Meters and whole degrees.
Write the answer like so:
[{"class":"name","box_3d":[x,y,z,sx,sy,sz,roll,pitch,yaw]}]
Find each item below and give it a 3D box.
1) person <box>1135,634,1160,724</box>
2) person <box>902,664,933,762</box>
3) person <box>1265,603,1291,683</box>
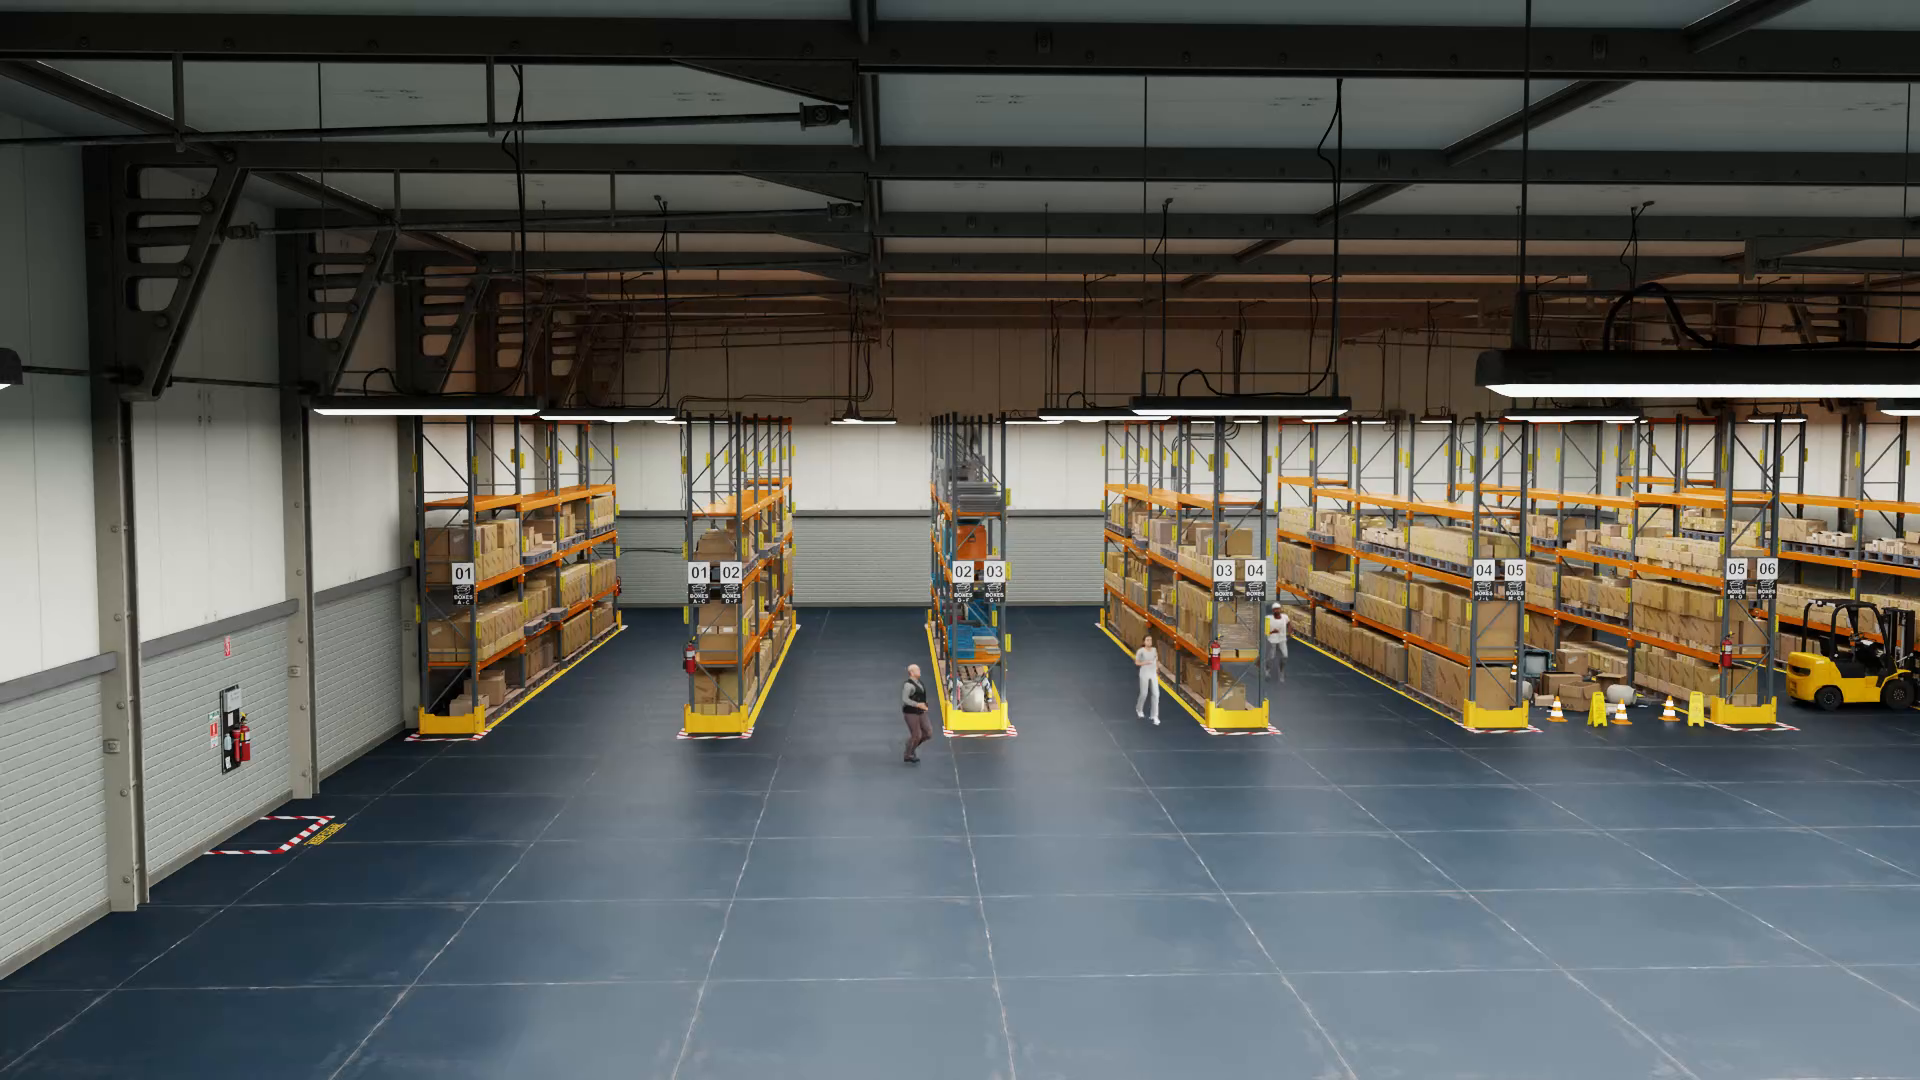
[{"class":"person","box_3d":[3.632,2.672,32.237,0.541,1.688,0.857,-1,4,-15]},{"class":"person","box_3d":[-0.716,2.950,28.276,0.564,1.676,0.635,2,4,25]},{"class":"person","box_3d":[7.135,2.300,37.402,0.709,1.800,0.891,0,4,-5]}]
